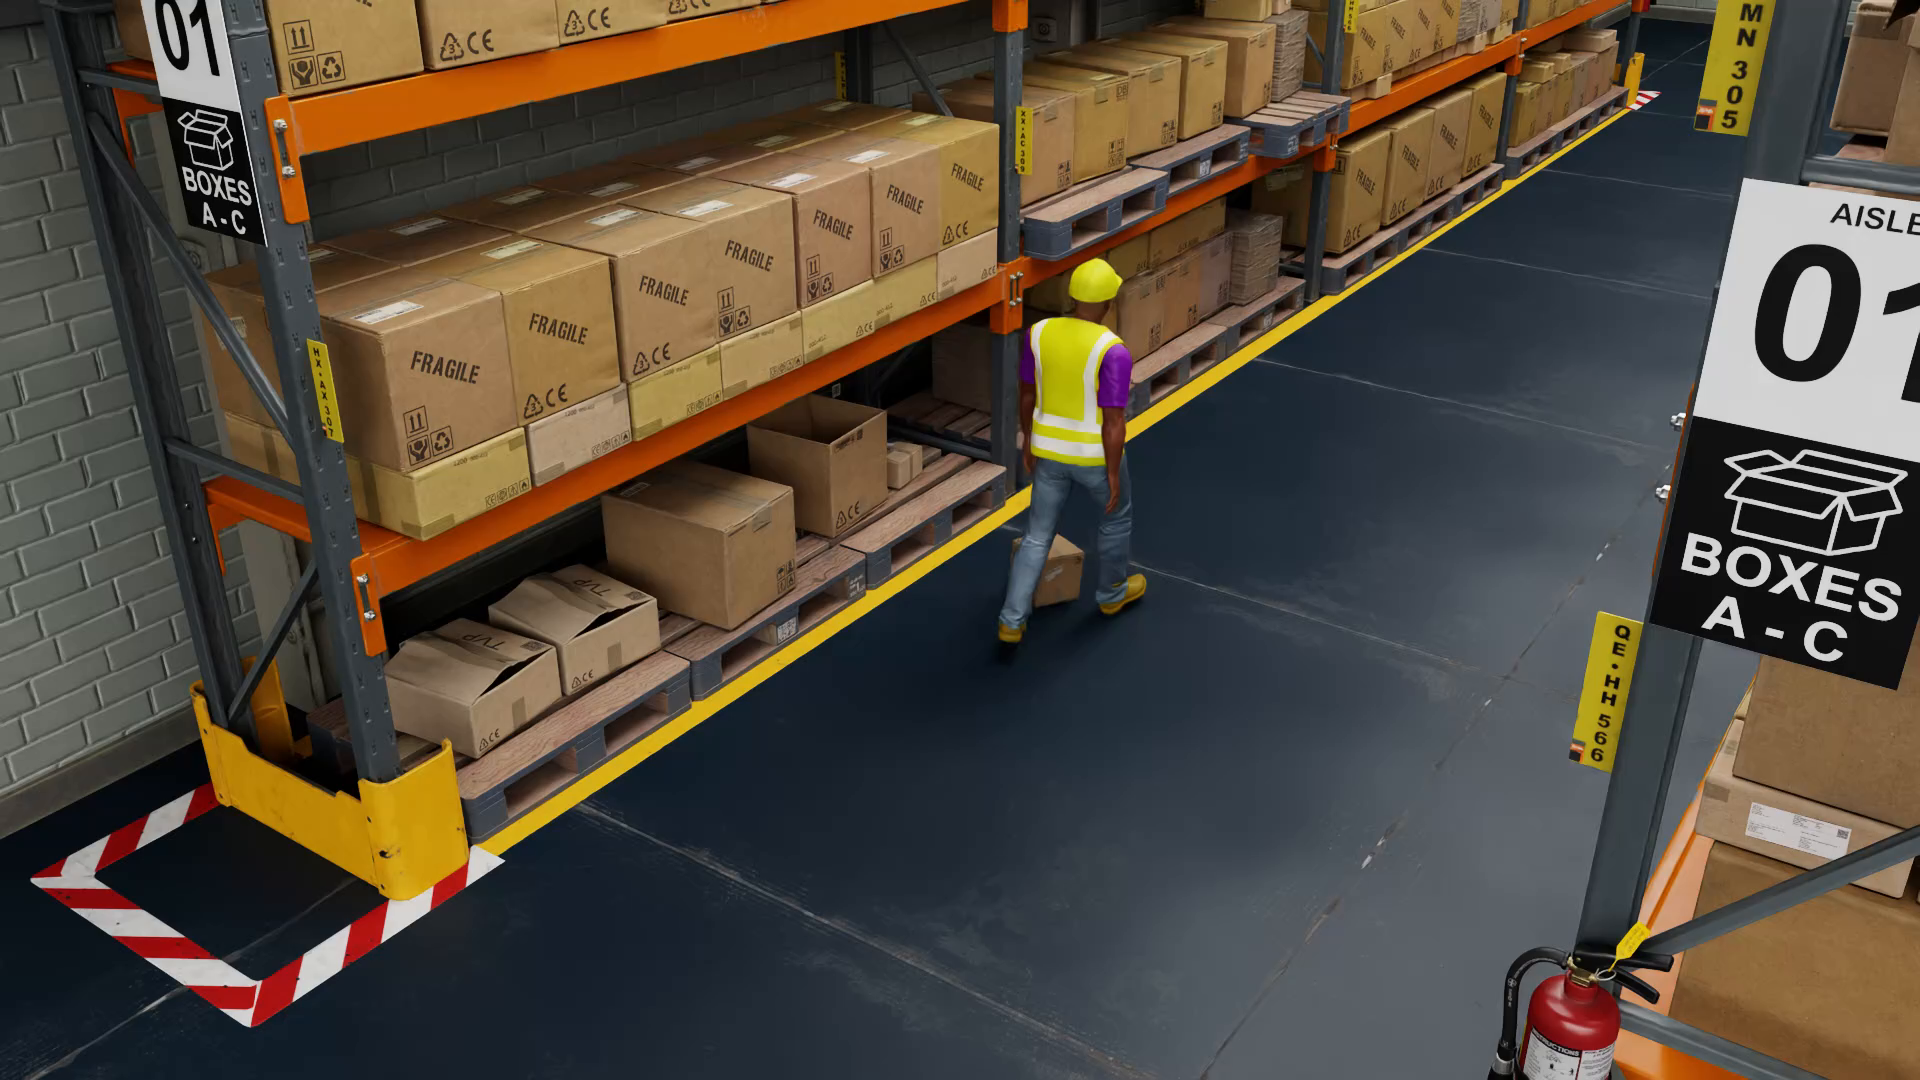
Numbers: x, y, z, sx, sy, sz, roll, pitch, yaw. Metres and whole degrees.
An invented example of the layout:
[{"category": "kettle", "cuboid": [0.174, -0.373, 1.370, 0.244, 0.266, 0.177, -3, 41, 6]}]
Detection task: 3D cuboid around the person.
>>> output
[{"category": "person", "cuboid": [0.488, -0.386, 7.377, 0.592, 1.728, 0.928, 16, 31, 29]}]
